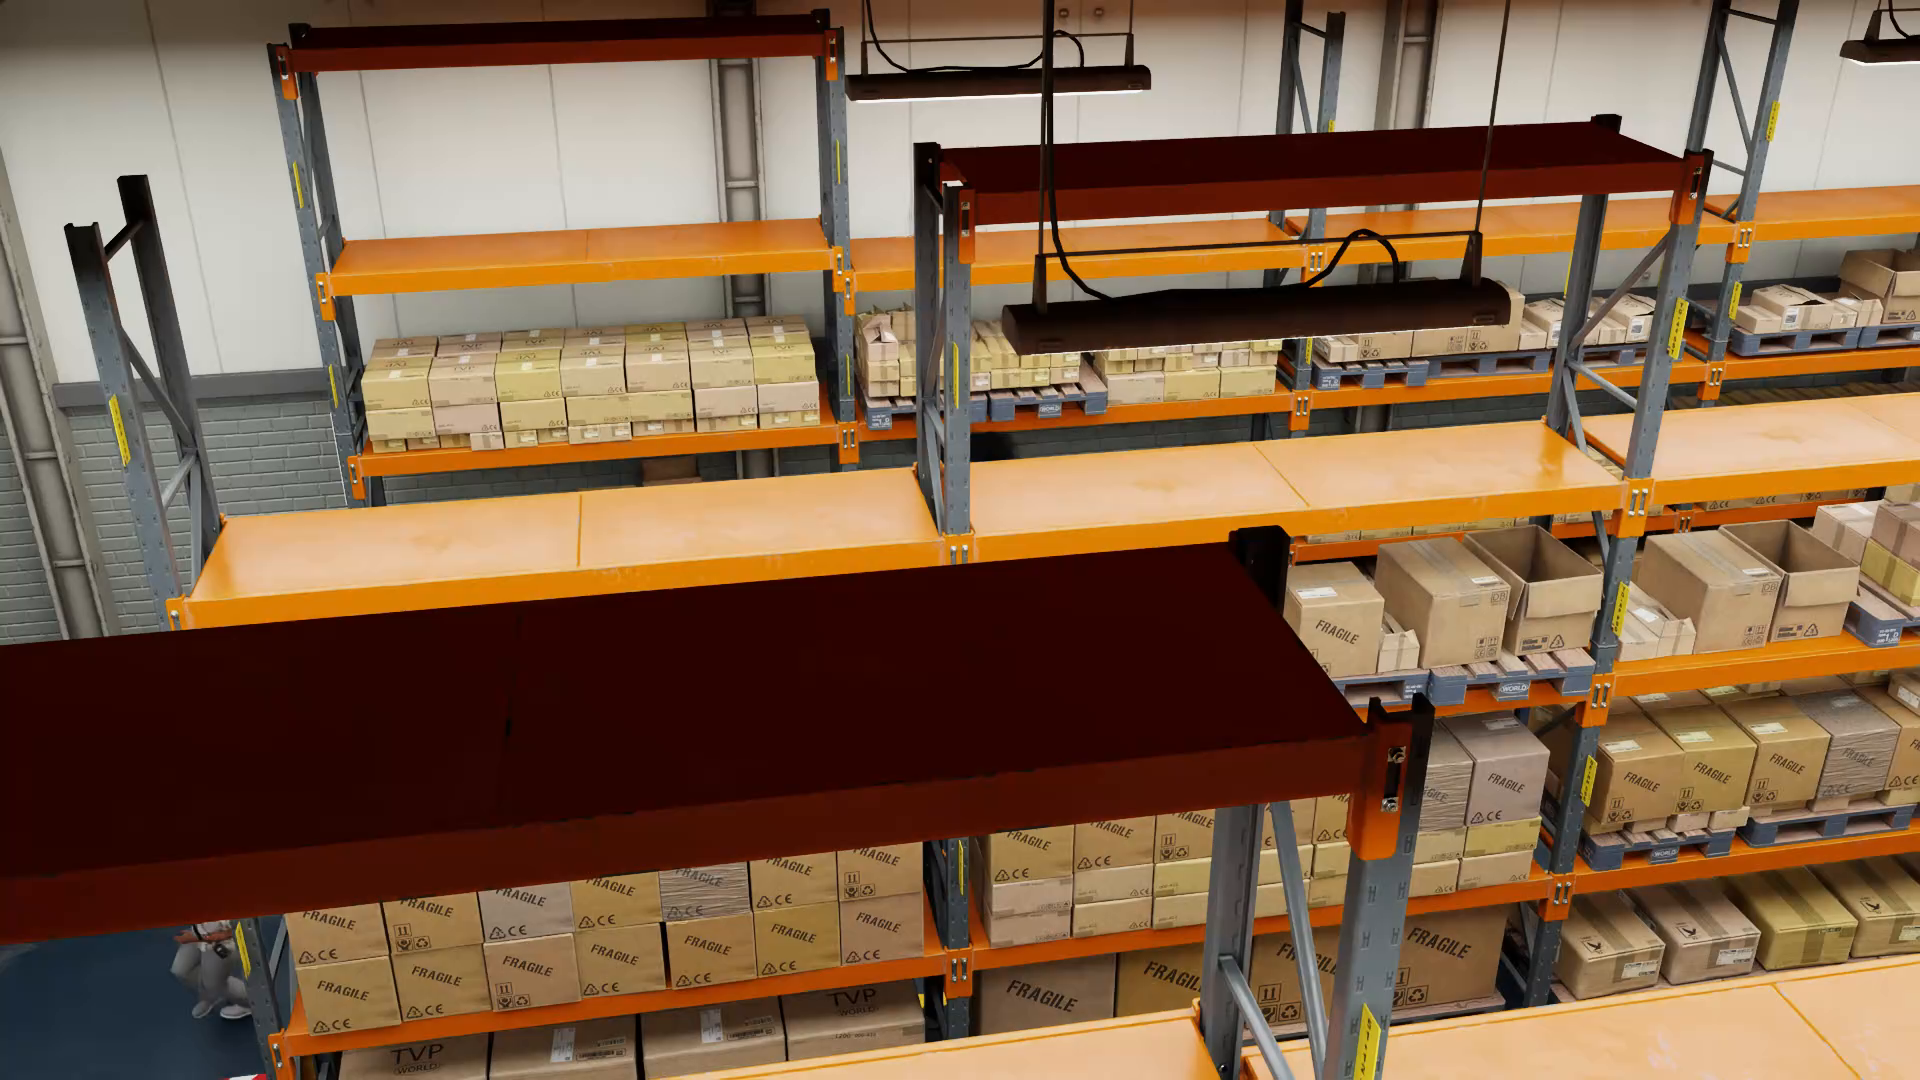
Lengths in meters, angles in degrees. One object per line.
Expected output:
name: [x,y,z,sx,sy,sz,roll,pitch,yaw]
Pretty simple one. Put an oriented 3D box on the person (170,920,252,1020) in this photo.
person: [-4.966,2.630,11.018,0.561,1.638,0.707,-15,30,-29]
